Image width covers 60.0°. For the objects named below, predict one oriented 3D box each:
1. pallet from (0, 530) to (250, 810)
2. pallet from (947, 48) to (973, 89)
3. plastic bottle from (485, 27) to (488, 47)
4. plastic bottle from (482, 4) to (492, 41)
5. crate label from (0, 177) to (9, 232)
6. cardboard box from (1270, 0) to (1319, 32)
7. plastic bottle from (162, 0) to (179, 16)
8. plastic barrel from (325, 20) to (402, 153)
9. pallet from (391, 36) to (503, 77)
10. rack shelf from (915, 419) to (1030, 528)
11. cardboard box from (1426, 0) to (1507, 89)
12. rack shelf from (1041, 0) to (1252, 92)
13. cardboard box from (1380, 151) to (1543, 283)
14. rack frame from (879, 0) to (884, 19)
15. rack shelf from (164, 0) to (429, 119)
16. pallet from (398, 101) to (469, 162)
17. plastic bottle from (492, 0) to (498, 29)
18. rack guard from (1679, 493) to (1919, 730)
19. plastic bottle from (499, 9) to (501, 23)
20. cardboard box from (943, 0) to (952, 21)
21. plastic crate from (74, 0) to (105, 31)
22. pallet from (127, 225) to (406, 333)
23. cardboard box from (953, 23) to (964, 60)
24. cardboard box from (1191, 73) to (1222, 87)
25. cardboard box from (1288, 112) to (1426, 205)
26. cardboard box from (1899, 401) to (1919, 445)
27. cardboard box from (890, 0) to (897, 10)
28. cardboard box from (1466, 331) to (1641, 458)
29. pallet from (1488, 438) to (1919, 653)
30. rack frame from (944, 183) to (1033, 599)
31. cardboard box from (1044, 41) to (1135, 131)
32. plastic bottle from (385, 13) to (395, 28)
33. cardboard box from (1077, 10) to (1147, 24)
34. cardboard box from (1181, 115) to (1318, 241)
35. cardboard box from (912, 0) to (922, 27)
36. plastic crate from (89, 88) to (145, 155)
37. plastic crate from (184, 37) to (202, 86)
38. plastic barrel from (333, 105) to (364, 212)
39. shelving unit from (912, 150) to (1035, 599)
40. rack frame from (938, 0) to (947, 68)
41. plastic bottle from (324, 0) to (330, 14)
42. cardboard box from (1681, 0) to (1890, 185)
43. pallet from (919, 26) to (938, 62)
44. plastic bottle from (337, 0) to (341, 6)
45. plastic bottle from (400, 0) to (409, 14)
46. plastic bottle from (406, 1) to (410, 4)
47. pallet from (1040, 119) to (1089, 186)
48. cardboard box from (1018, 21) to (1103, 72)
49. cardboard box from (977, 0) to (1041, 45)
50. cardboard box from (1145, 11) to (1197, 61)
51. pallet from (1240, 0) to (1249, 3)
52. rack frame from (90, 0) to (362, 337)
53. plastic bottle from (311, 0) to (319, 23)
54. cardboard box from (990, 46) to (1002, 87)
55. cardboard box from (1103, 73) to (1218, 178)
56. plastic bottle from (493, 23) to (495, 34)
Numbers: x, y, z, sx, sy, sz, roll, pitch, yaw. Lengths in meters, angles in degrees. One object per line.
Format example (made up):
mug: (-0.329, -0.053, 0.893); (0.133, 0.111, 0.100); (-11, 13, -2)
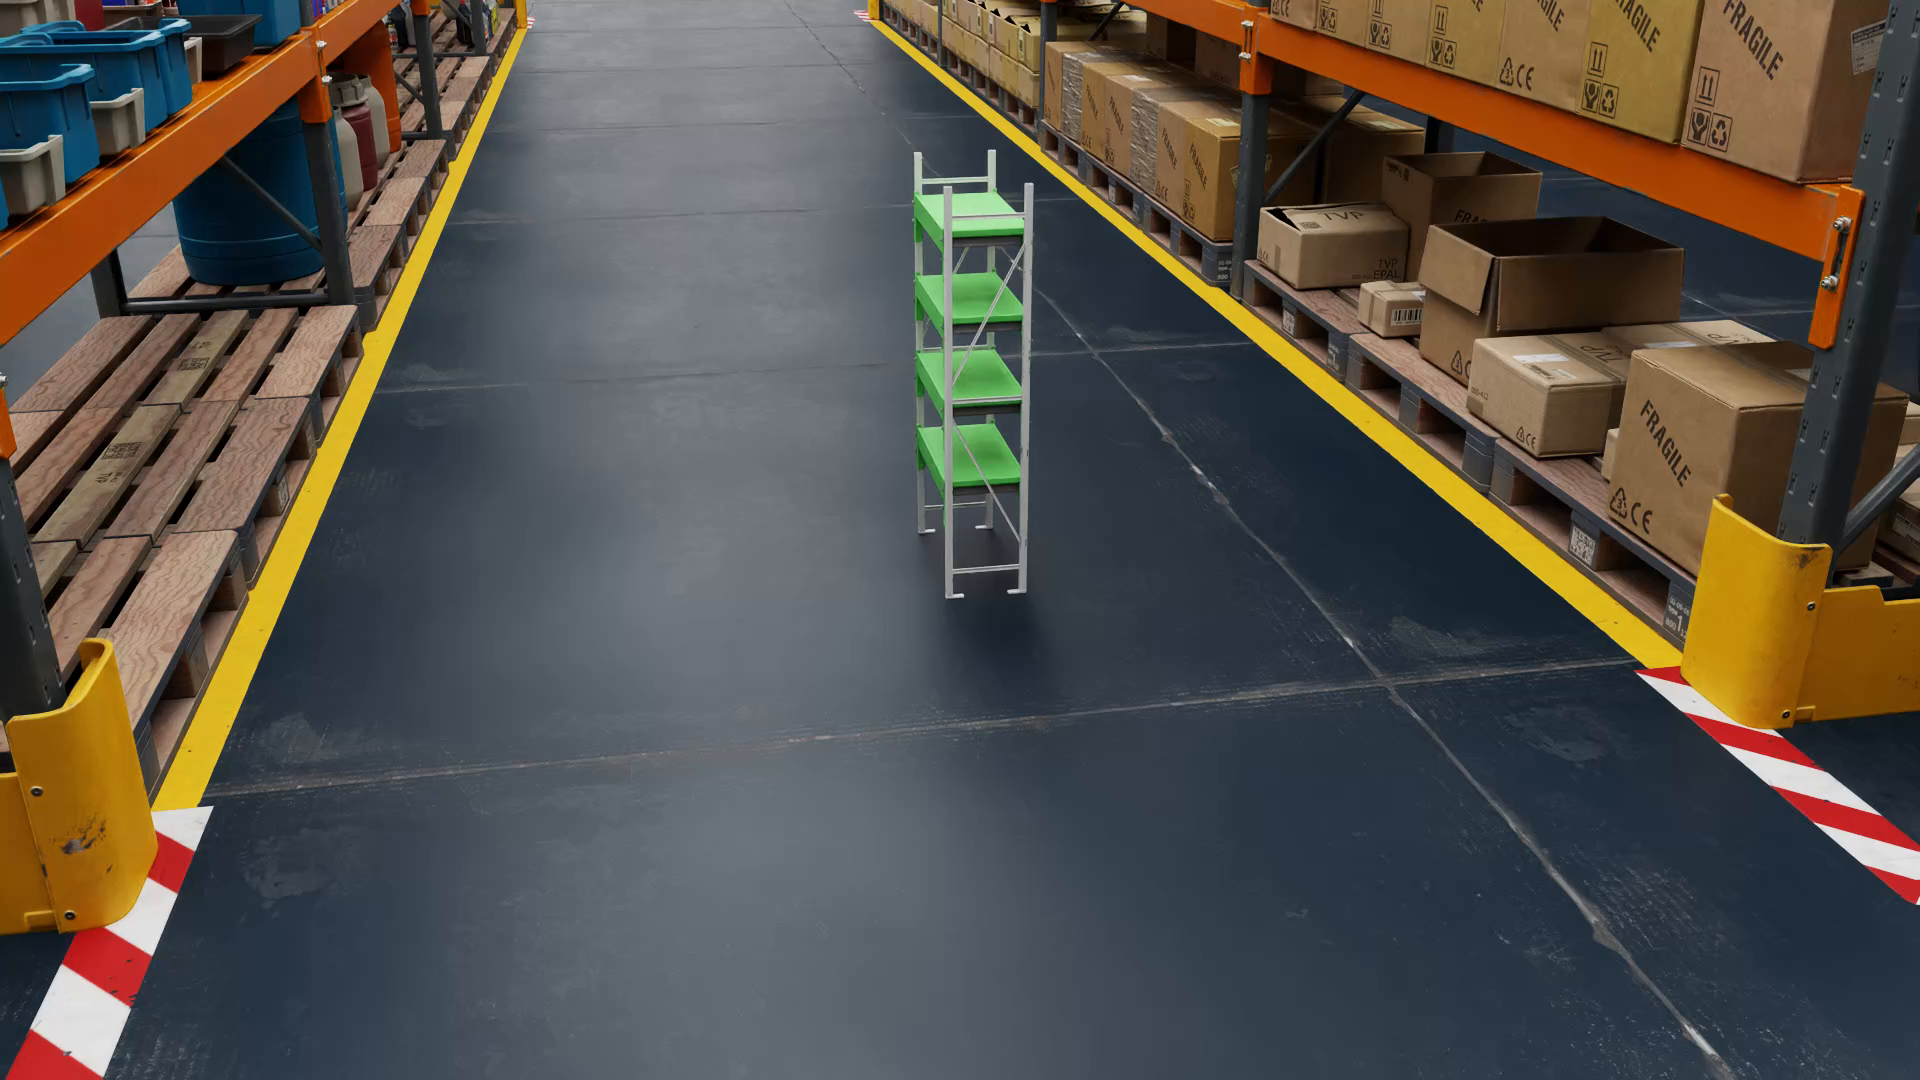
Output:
pallet: (-2.460, 0.339, 4.209); (1.003, 0.211, 1.213); (-4, 24, -10)
pallet: (0.479, -4.132, 14.446); (1.003, 0.211, 1.213); (-4, 24, -10)
plastic bottle: (-4.211, -4.448, 14.634); (0.097, 0.201, 0.097); (0, 24, 0)
plastic bottle: (-4.306, -4.667, 14.948); (0.144, 0.351, 0.185); (-4, 24, -8)
crate label: (-2.068, -0.683, 3.201); (0.416, 0.233, 0.303); (-4, 24, -10)
cardboard box: (1.610, -2.375, 6.815); (0.500, 0.500, 0.500); (-4, 24, -8)
plastic bottle: (-3.424, -2.385, 7.211); (0.097, 0.201, 0.097); (0, 24, 0)
plastic barrel: (-3.718, -2.765, 10.019); (0.600, 0.830, 0.708); (-4, 24, -10)
pallet: (-4.648, -4.321, 14.879); (1.003, 0.211, 1.213); (-4, 24, -10)
rack shelf: (0.031, -0.206, 4.982); (0.258, 0.148, 0.480); (-4, 24, -10)
cardboard box: (1.893, -1.777, 5.445); (0.500, 0.500, 0.500); (-5, 24, -10)
rack shelf: (1.414, -3.007, 9.285); (1.077, 0.370, 4.000); (-4, 24, -10)
cardboard box: (2.167, -1.403, 7.287); (0.500, 0.500, 0.500); (-4, 24, -10)
rack frame: (-0.436, -7.270, 18.147); (1.000, 3.000, 0.127); (-4, 24, -10)
rack shelf: (-3.455, -2.641, 8.449); (1.077, 0.370, 4.000); (-4, 24, -10)
pallet: (-3.930, -2.788, 11.369); (1.003, 0.211, 1.213); (-4, 24, -10)
plastic bottle: (-4.488, -5.012, 15.832); (0.152, 0.276, 0.135); (-5, 24, -11)
rack guard: (2.509, 0.139, 4.306); (1.175, 0.500, 0.348); (-4, 24, -10)
plastic bottle: (-4.534, -5.134, 16.204); (0.097, 0.201, 0.097); (0, 24, 0)
cardboard box: (0.136, -4.705, 14.484); (0.500, 0.311, 0.500); (-4, 24, -10)
plastic crate: (-3.167, -1.872, 5.633); (0.402, 0.464, 0.583); (-4, 24, -10)
pallet: (-3.187, -1.213, 7.764); (1.003, 0.211, 1.213); (-4, 24, -10)
cardboard box: (0.228, -4.251, 14.145); (0.500, 0.250, 0.500); (-4, 24, -8)
cardboard box: (1.646, -2.419, 9.614); (0.500, 0.500, 0.500); (-5, 24, -12)
cardboard box: (1.933, -1.814, 8.229); (0.500, 0.500, 0.500); (-5, 24, -12)
cardboard box: (2.609, -0.349, 5.188); (0.500, 0.250, 0.500); (-4, 24, -10)
cardboard box: (-0.459, -5.778, 17.643); (0.500, 0.250, 0.500); (-4, 24, -10)
cardboard box: (2.034, -0.489, 5.508); (0.500, 0.250, 0.500); (-4, 24, -10)
pallet: (2.361, -0.042, 5.082); (1.003, 0.211, 1.213); (-4, 24, -10)
rack frame: (0.076, -0.389, 4.641); (0.240, 1.200, 0.015); (-4, 24, -10)
cardboard box: (0.847, -2.979, 10.896); (0.500, 0.500, 0.500); (-3, 24, -7)
plastic bottle: (-4.978, -4.453, 14.542); (0.061, 0.283, 0.133); (-3, 24, -7)
cardboard box: (1.130, -3.746, 12.290); (0.500, 0.311, 0.500); (-5, 24, -11)
cardboard box: (1.410, -1.779, 8.148); (0.500, 0.500, 0.500); (-4, 24, -10)
cardboard box: (-0.186, -5.188, 16.292); (0.500, 0.250, 0.500); (-4, 24, -10)
plastic crate: (-2.171, -1.038, 4.134); (0.250, 0.136, 0.298); (-4, 24, -10)
plastic crate: (-2.468, -1.428, 5.027); (0.293, 0.136, 0.466); (-4, 24, -10)
plastic barrel: (-3.317, -1.959, 8.572); (0.421, 0.512, 0.421); (0, 24, 0)
shelving unit: (0.031, -0.485, 4.861); (0.258, 1.200, 0.503); (-4, 24, -10)
rack frame: (0.304, -5.696, 14.545); (1.000, 3.000, 0.127); (-4, 24, -10)
plastic bottle: (-2.816, -2.436, 7.241); (0.097, 0.271, 0.097); (0, 24, 0)
cardboard box: (2.173, -1.178, 4.075); (0.500, 0.500, 0.500); (-4, 24, -8)
pallet: (0.198, -4.734, 15.826); (1.003, 0.211, 1.213); (-4, 24, -10)
plastic bottle: (-2.877, -2.534, 7.551); (0.097, 0.201, 0.097); (0, 24, 0)
plastic bottle: (-5.062, -4.753, 15.146); (0.144, 0.351, 0.185); (-4, 24, -10)
plastic bottle: (-5.193, -4.945, 15.685); (0.097, 0.271, 0.097); (0, 24, 0)
pallet: (1.145, -2.549, 10.822); (1.003, 0.211, 1.213); (-4, 24, -10)
cardboard box: (0.705, -3.500, 11.726); (0.500, 0.311, 0.500); (-4, 24, -8)
cardboard box: (0.421, -4.100, 13.100); (0.500, 0.311, 0.500); (-4, 24, -8)
cardboard box: (1.462, -3.150, 10.352); (0.500, 0.250, 0.500); (-3, 24, -8)
pallet: (1.743, -2.784, 8.117); (1.003, 0.211, 1.213); (-4, 24, -10)
rack frame: (-3.085, -2.184, 6.504); (1.000, 3.000, 0.127); (-4, 24, -10)
plastic bottle: (-2.734, -2.307, 6.930); (0.061, 0.283, 0.133); (-4, 24, -10)
cardboard box: (0.518, -3.645, 12.758); (0.500, 0.250, 0.500); (-4, 24, -9)
cardboard box: (1.139, -2.371, 9.504); (0.500, 0.500, 0.500); (-5, 24, -12)
plastic bottle: (-4.370, -4.786, 15.407); (0.097, 0.201, 0.097); (0, 24, 0)
